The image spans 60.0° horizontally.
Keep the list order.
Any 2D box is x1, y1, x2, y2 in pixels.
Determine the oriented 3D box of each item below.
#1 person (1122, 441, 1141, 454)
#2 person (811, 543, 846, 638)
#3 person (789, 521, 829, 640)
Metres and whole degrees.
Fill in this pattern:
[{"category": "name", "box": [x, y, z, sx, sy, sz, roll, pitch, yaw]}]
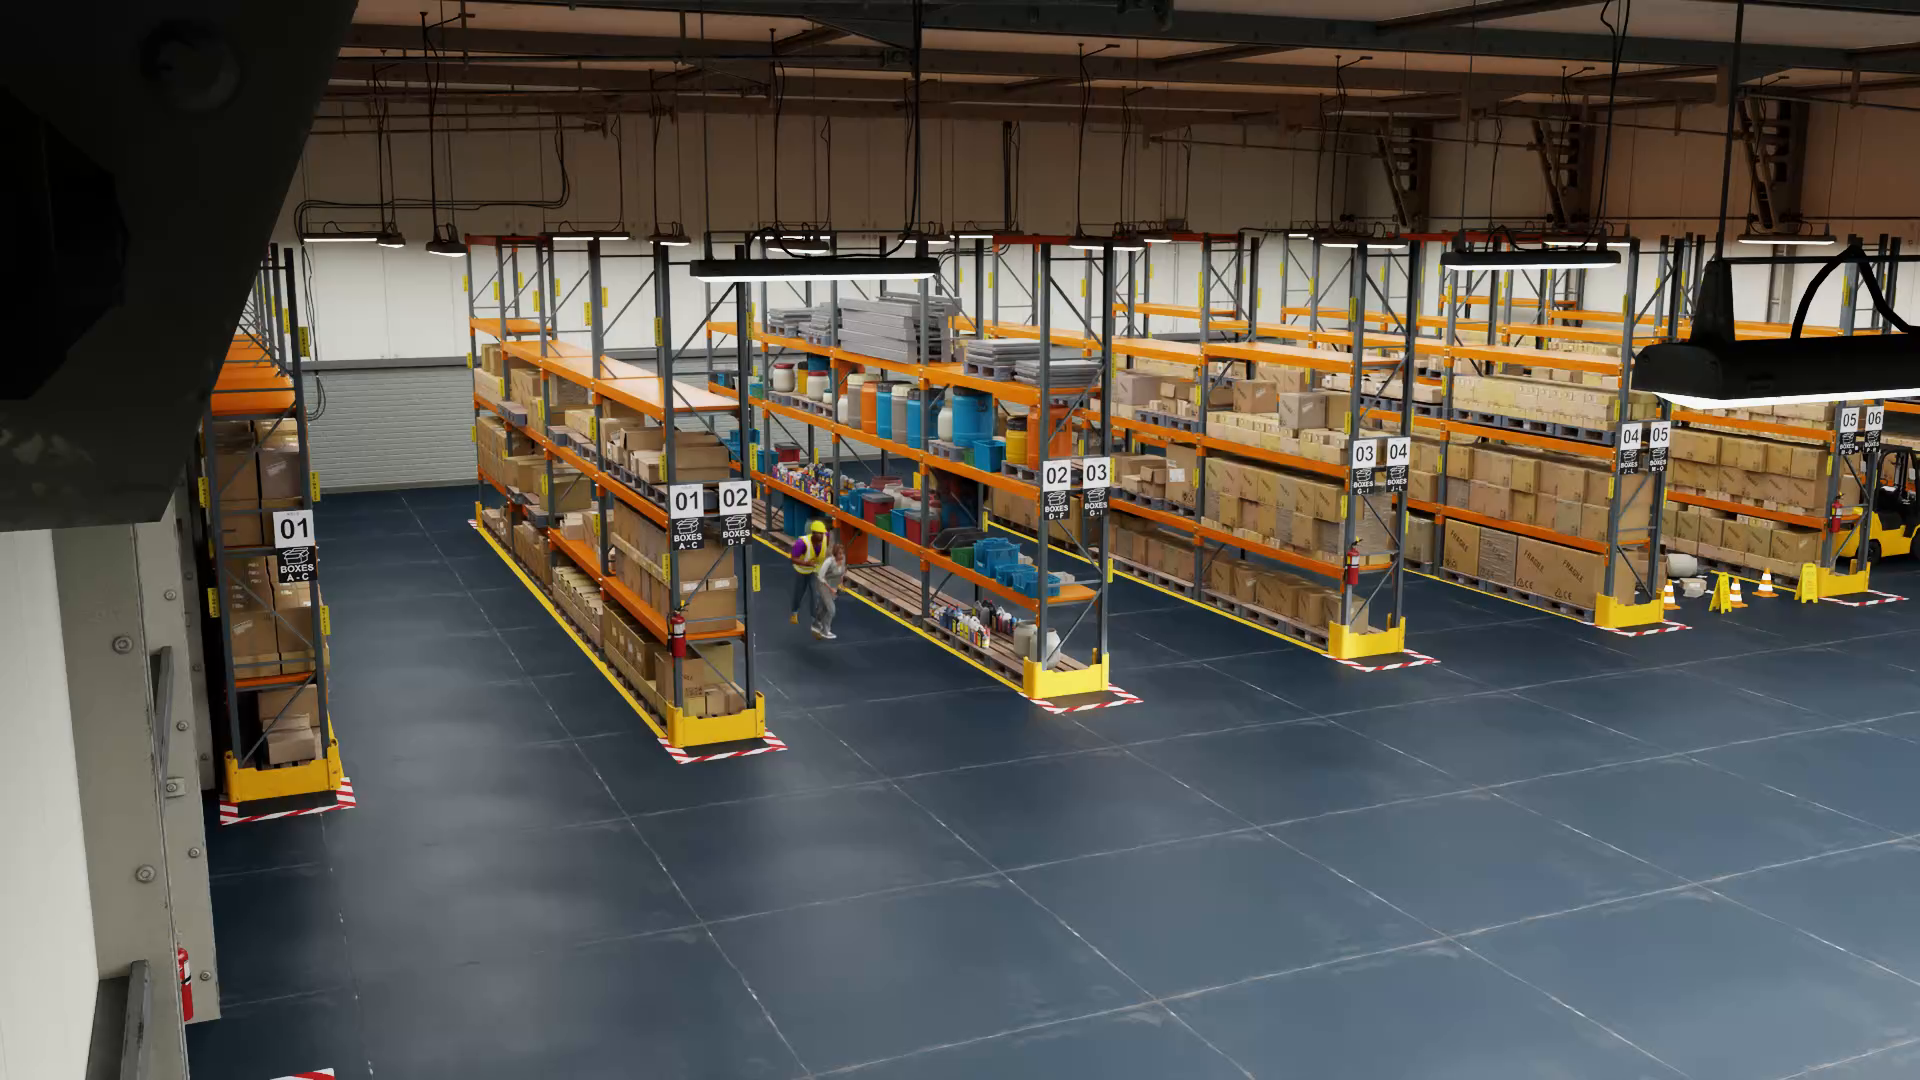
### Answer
[{"category": "person", "box": [4.396, -2.591, 42.074, 0.856, 1.706, 0.598, -9, 14, -40]}, {"category": "person", "box": [-1.909, 0.728, 24.097, 0.798, 1.481, 0.543, 7, 13, 34]}, {"category": "person", "box": [-2.246, 0.550, 24.657, 0.738, 1.779, 0.984, -7, 13, -34]}]
